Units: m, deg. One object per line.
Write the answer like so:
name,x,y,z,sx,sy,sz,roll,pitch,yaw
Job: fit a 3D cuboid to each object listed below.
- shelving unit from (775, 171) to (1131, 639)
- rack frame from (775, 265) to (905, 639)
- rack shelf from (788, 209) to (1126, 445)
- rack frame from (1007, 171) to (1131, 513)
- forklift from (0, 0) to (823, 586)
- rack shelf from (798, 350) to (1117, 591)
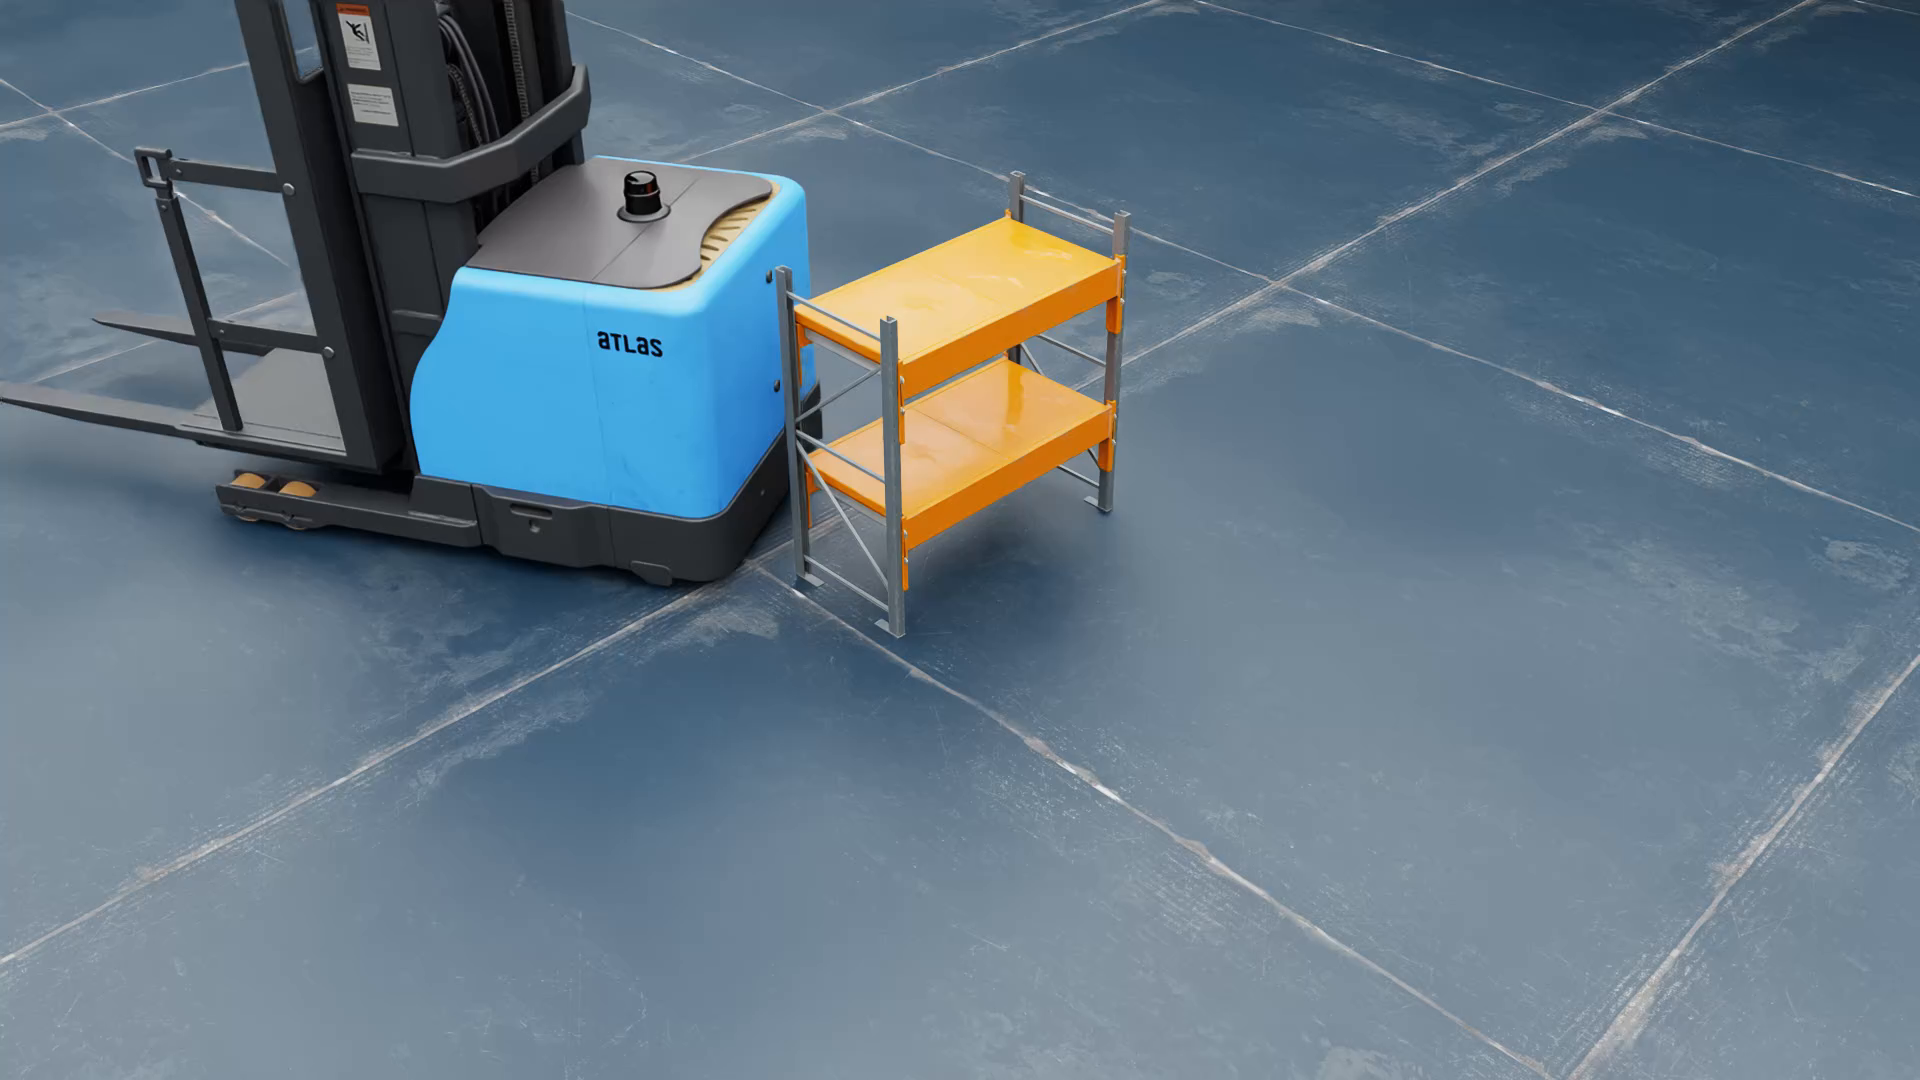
shelving unit,-0.005,-0.459,5.424,0.538,1.125,1.048,30,45,35
rack frame,-0.363,-0.252,5.128,0.500,1.125,0.032,30,45,35
rack shelf,-0.005,-0.699,5.257,0.538,0.278,1.000,30,45,35
rack frame,0.353,-0.665,5.720,0.500,1.125,0.032,30,45,35
forklift,-2.084,-1.517,5.362,3.031,2.935,1.130,9,36,13
rack shelf,-0.005,-0.258,5.564,0.538,0.278,1.000,30,45,35
